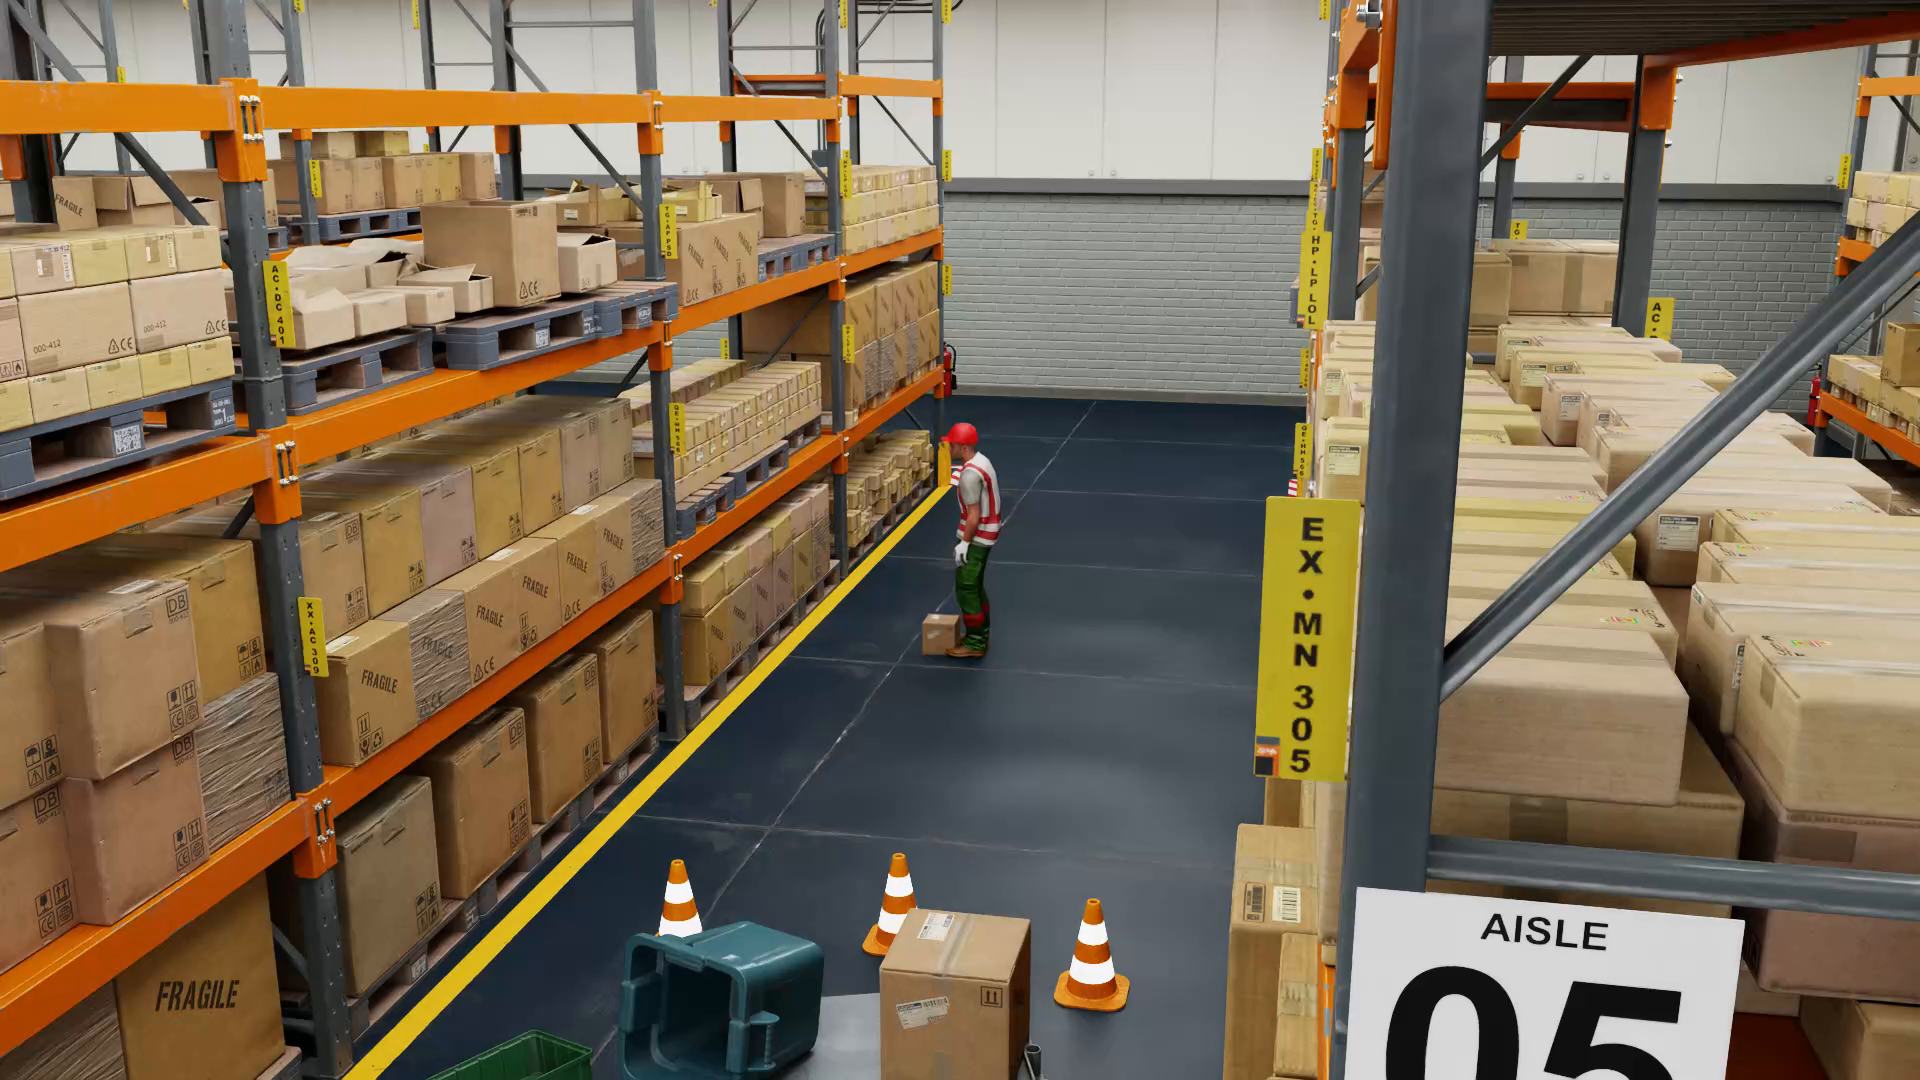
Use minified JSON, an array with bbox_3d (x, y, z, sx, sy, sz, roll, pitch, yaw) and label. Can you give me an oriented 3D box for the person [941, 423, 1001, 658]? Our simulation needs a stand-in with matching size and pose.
[{"bbox_3d":[0.081,-0.004,12.502,0.446,1.776,0.589,2,15,9],"label":"person"}]
